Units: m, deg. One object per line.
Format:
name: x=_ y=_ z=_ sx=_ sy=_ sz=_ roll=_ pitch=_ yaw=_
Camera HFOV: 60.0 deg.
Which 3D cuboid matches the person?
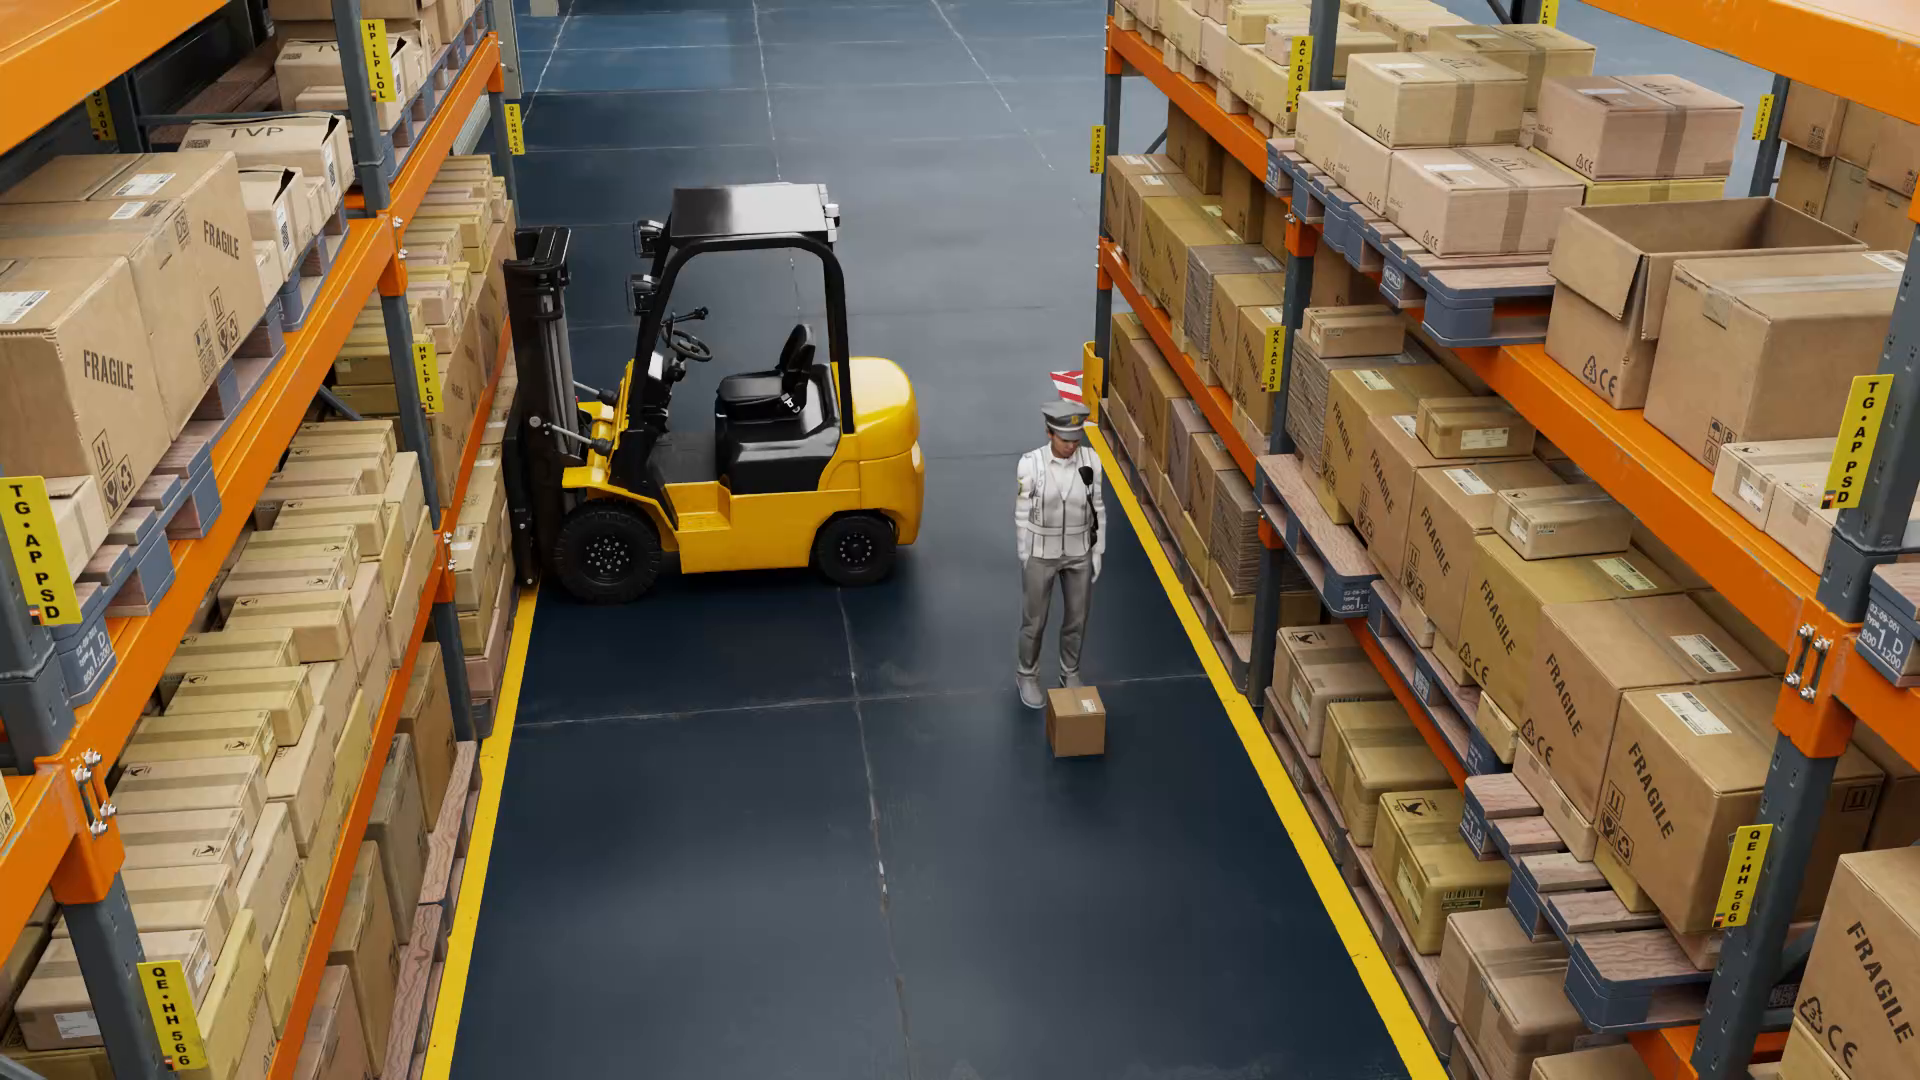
person: x=0.515 y=0.083 z=8.468 sx=0.469 sy=1.669 sz=0.328 roll=-5 pitch=28 yaw=-10
